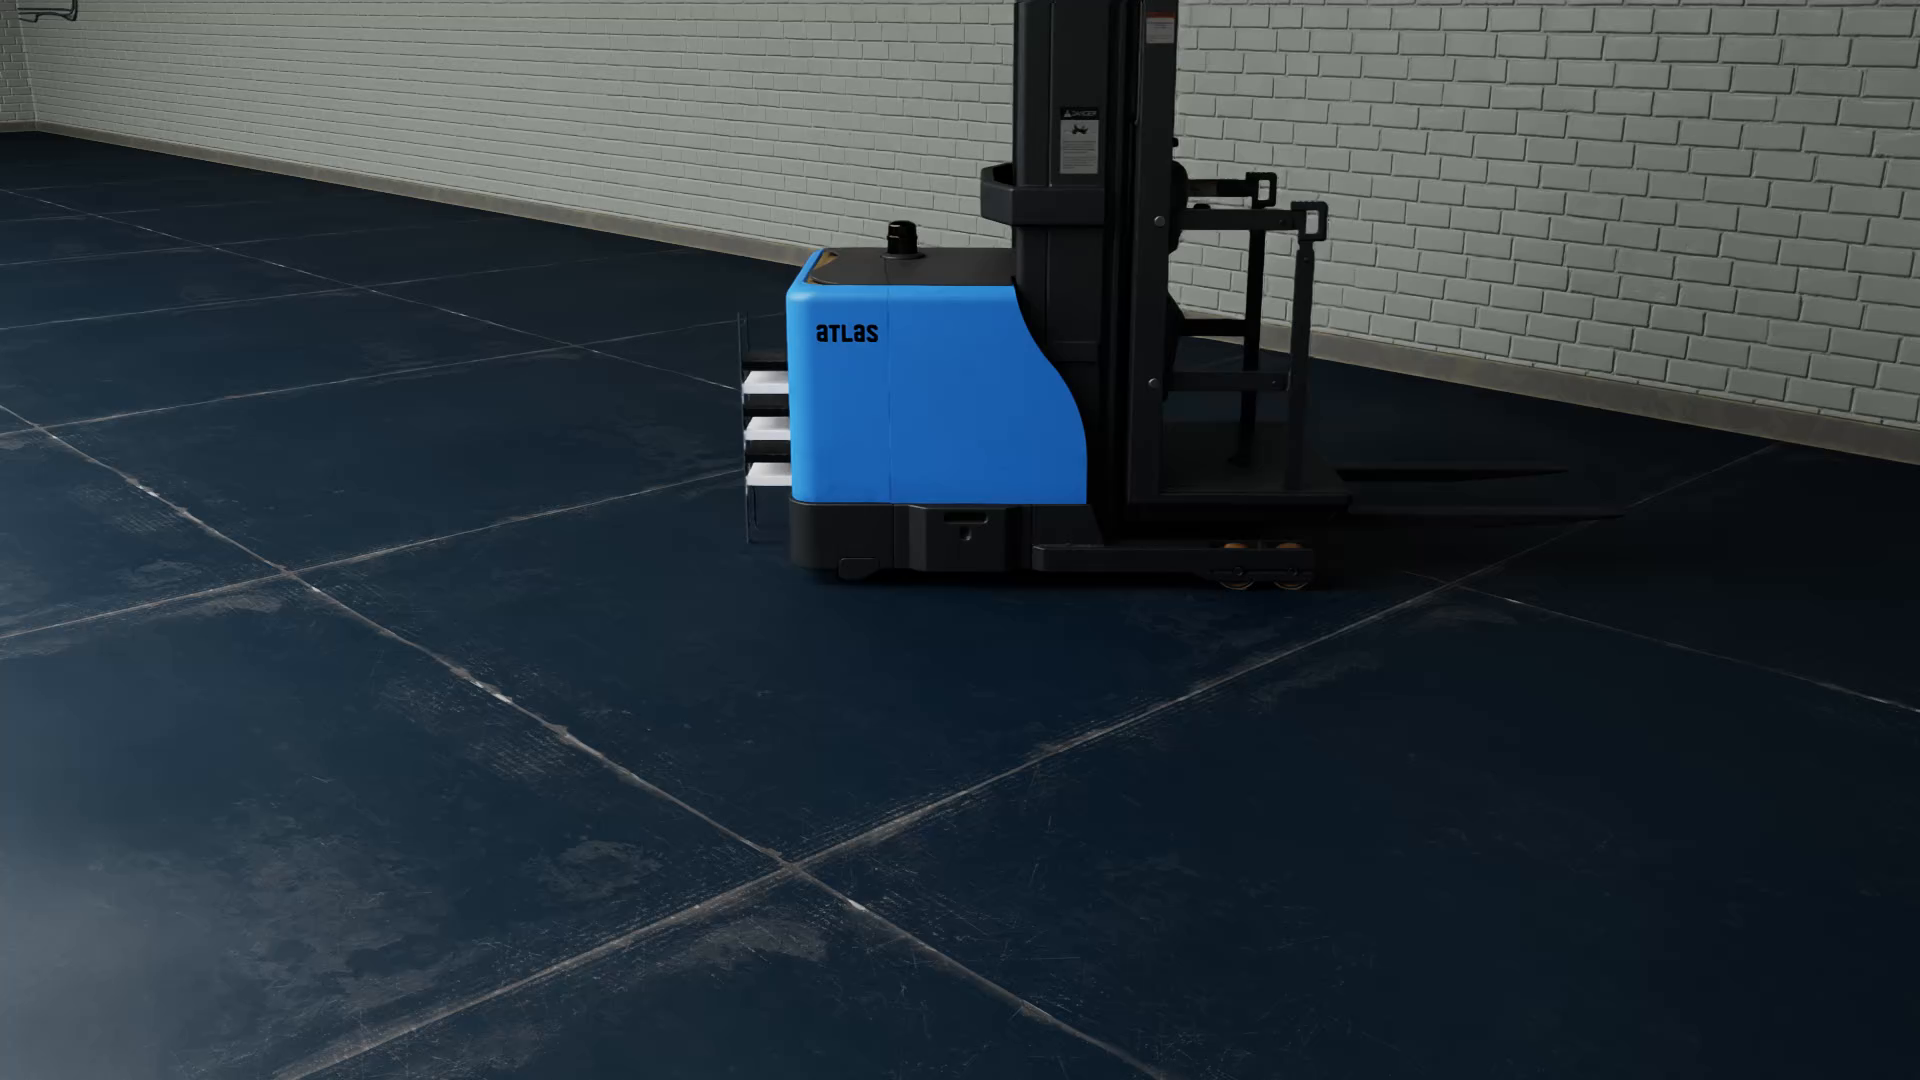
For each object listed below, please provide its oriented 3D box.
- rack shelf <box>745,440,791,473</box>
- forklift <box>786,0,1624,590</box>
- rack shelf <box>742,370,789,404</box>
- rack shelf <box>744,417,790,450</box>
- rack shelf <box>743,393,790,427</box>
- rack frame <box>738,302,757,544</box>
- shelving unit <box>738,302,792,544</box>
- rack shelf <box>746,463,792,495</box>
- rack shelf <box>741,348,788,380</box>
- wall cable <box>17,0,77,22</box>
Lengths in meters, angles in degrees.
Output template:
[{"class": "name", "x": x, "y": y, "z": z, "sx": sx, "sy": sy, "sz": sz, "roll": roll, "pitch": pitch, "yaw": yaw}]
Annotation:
[{"class": "rack shelf", "x": -0.717, "y": -0.331, "z": 6.446, "sx": 0.200, "sy": 0.077, "sz": 0.258, "roll": 0, "pitch": 18, "yaw": 1}, {"class": "forklift", "x": 0.905, "y": -1.380, "z": 5.990, "sx": 3.031, "sy": 2.935, "sz": 1.130, "roll": 0, "pitch": 18, "yaw": 1}, {"class": "rack shelf", "x": -0.717, "y": -0.588, "z": 6.363, "sx": 0.200, "sy": 0.077, "sz": 0.258, "roll": 0, "pitch": 18, "yaw": 1}, {"class": "rack shelf", "x": -0.717, "y": -0.417, "z": 6.418, "sx": 0.200, "sy": 0.077, "sz": 0.258, "roll": 0, "pitch": 18, "yaw": 1}, {"class": "rack shelf", "x": -0.717, "y": -0.502, "z": 6.391, "sx": 0.200, "sy": 0.077, "sz": 0.258, "roll": 0, "pitch": 18, "yaw": 1}, {"class": "rack frame", "x": -0.819, "y": -0.449, "z": 6.409, "sx": 0.006, "sy": 0.900, "sz": 0.240, "roll": 0, "pitch": 18, "yaw": 1}, {"class": "shelving unit", "x": -0.717, "y": -0.448, "z": 6.408, "sx": 0.210, "sy": 0.900, "sz": 0.258, "roll": 0, "pitch": 18, "yaw": 1}, {"class": "rack shelf", "x": -0.717, "y": -0.245, "z": 6.474, "sx": 0.200, "sy": 0.077, "sz": 0.258, "roll": 0, "pitch": 18, "yaw": 1}, {"class": "rack shelf", "x": -0.717, "y": -0.673, "z": 6.335, "sx": 0.200, "sy": 0.077, "sz": 0.258, "roll": 0, "pitch": 18, "yaw": 1}, {"class": "wall cable", "x": -13.951, "y": -9.095, "z": 24.981, "sx": 0.112, "sy": 2.526, "sz": 3.097, "roll": -16, "pitch": 24, "yaw": -41}]
